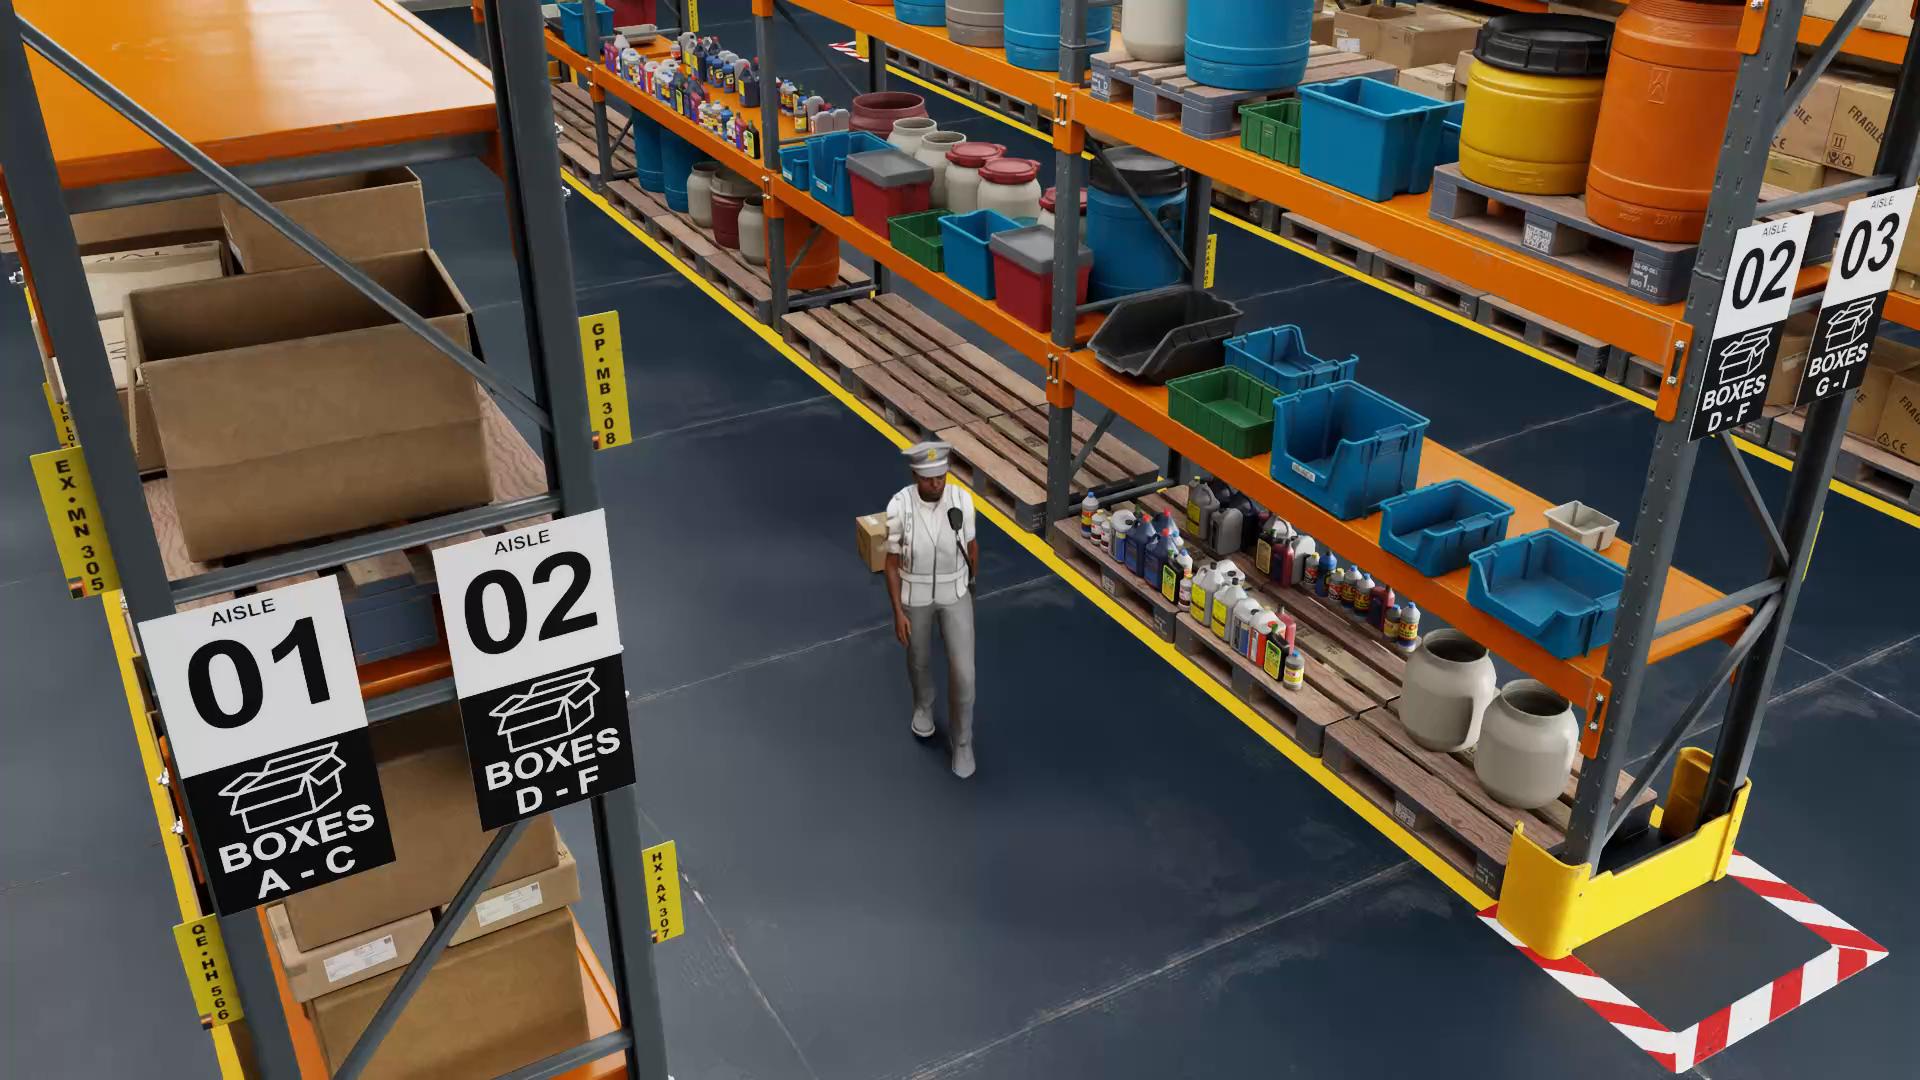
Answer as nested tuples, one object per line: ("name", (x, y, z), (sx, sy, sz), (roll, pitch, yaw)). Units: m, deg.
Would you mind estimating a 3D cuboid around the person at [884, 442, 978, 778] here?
("person", (-0.131, 0.310, 8.004), (0.456, 1.748, 0.589), (-2, 29, -4))
